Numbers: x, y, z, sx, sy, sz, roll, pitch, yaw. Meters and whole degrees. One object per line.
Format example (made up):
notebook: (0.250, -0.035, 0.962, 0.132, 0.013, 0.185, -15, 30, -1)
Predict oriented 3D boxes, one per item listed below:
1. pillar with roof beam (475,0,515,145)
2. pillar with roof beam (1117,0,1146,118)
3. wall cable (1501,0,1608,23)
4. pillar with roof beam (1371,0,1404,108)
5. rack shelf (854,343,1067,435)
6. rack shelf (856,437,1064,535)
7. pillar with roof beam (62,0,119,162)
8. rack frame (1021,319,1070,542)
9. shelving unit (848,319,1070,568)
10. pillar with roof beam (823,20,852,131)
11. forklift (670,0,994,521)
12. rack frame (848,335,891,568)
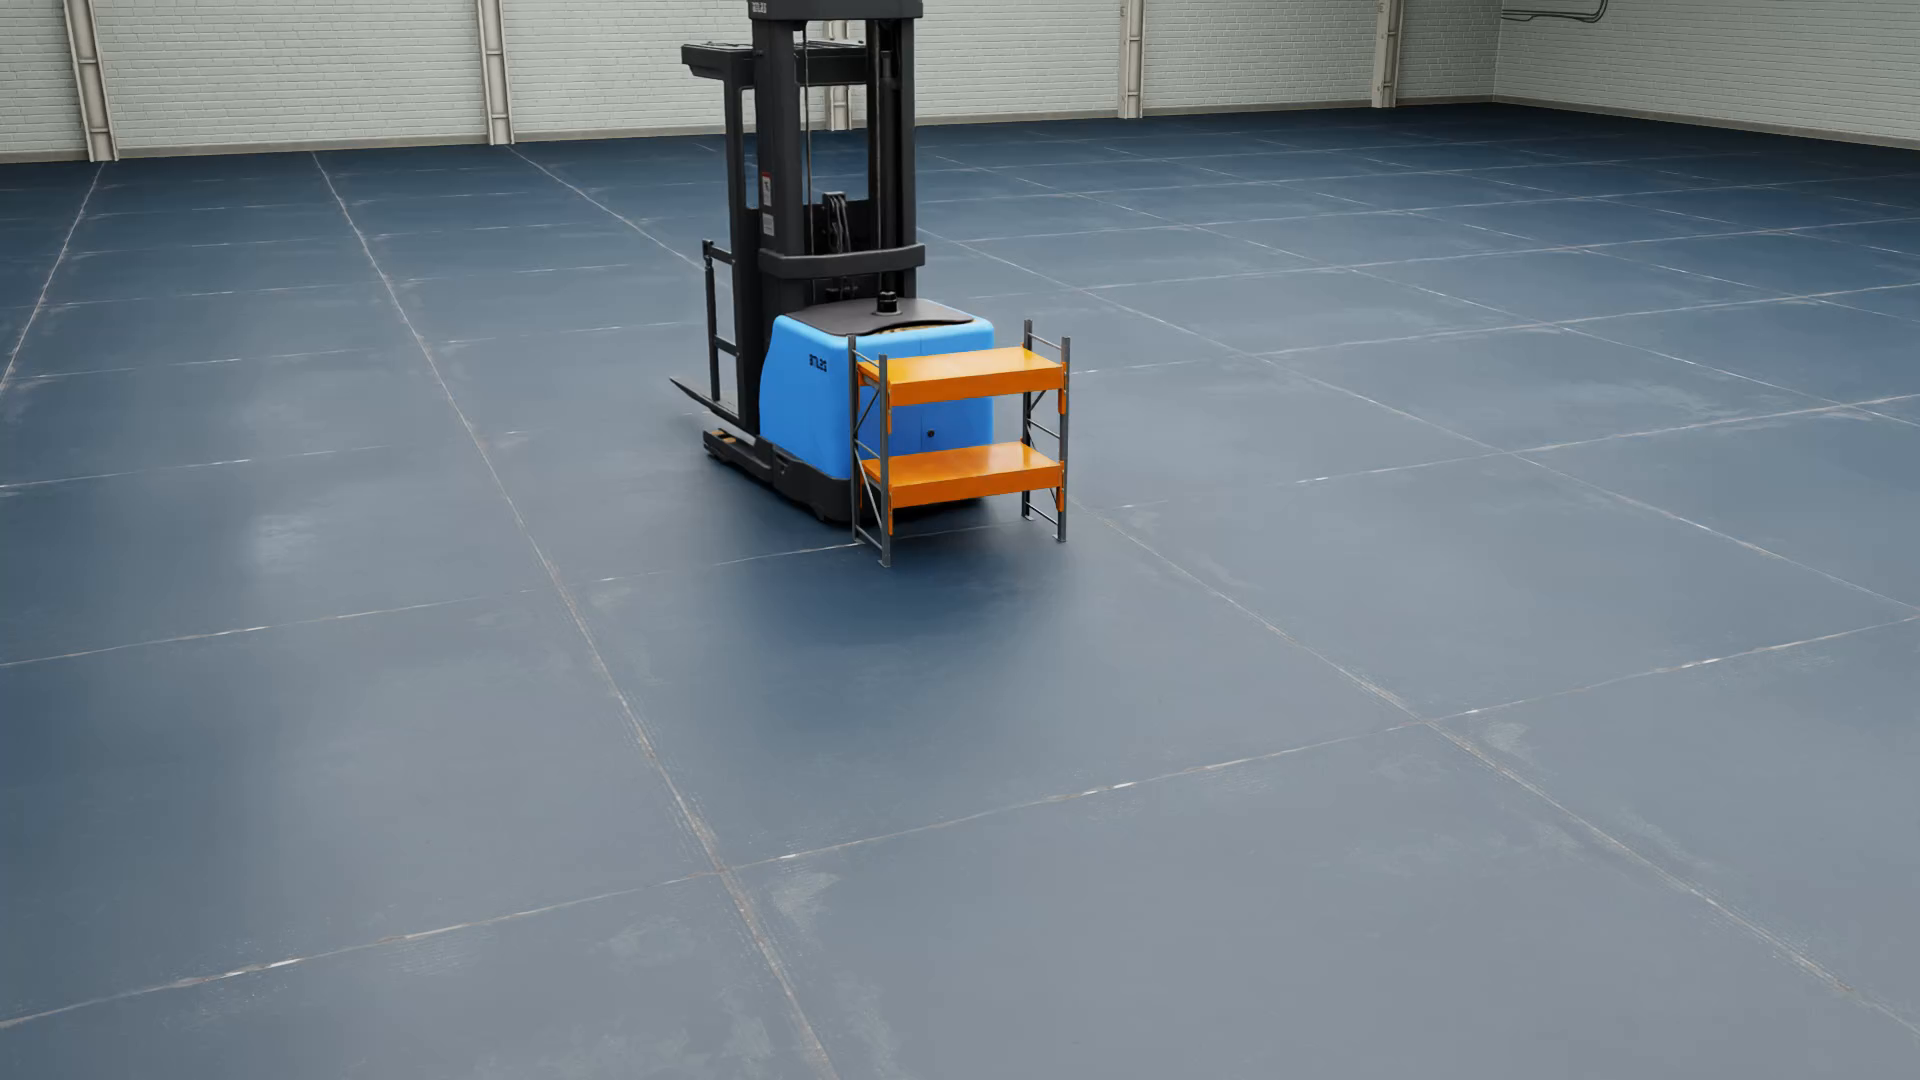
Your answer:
pillar with roof beam: (-6.005, -9.594, 22.720, 0.400, 9.000, 9.100, -8, 21, -22)
pillar with roof beam: (5.014, -11.173, 27.204, 0.400, 9.000, 9.100, -8, 21, -22)
wall cable: (12.046, -11.794, 33.645, 0.112, 2.526, 3.097, -8, 21, -22)
pillar with roof beam: (10.523, -11.962, 29.445, 0.400, 9.000, 9.100, -8, 21, -22)
rack shelf: (-0.006, -0.806, 8.735, 1.000, 0.278, 0.538, -8, 21, -22)
rack shelf: (-0.006, -0.299, 8.914, 1.000, 0.278, 0.538, -8, 21, -22)
pillar with roof beam: (-11.514, -8.805, 20.478, 0.400, 9.000, 9.100, -8, 21, -22)
rack frame: (0.461, -0.597, 9.023, 0.032, 1.125, 0.500, -8, 21, -22)
shelving unit: (-0.006, -0.530, 8.833, 1.048, 1.125, 0.538, -8, 21, -22)
pillar with roof beam: (-0.496, -10.383, 24.962, 0.400, 9.000, 9.100, -8, 21, -22)
forklift: (-0.968, -1.924, 10.074, 1.130, 2.935, 3.031, -11, 22, -28)
rack frame: (-0.473, -0.463, 8.643, 0.032, 1.125, 0.500, -8, 21, -22)
